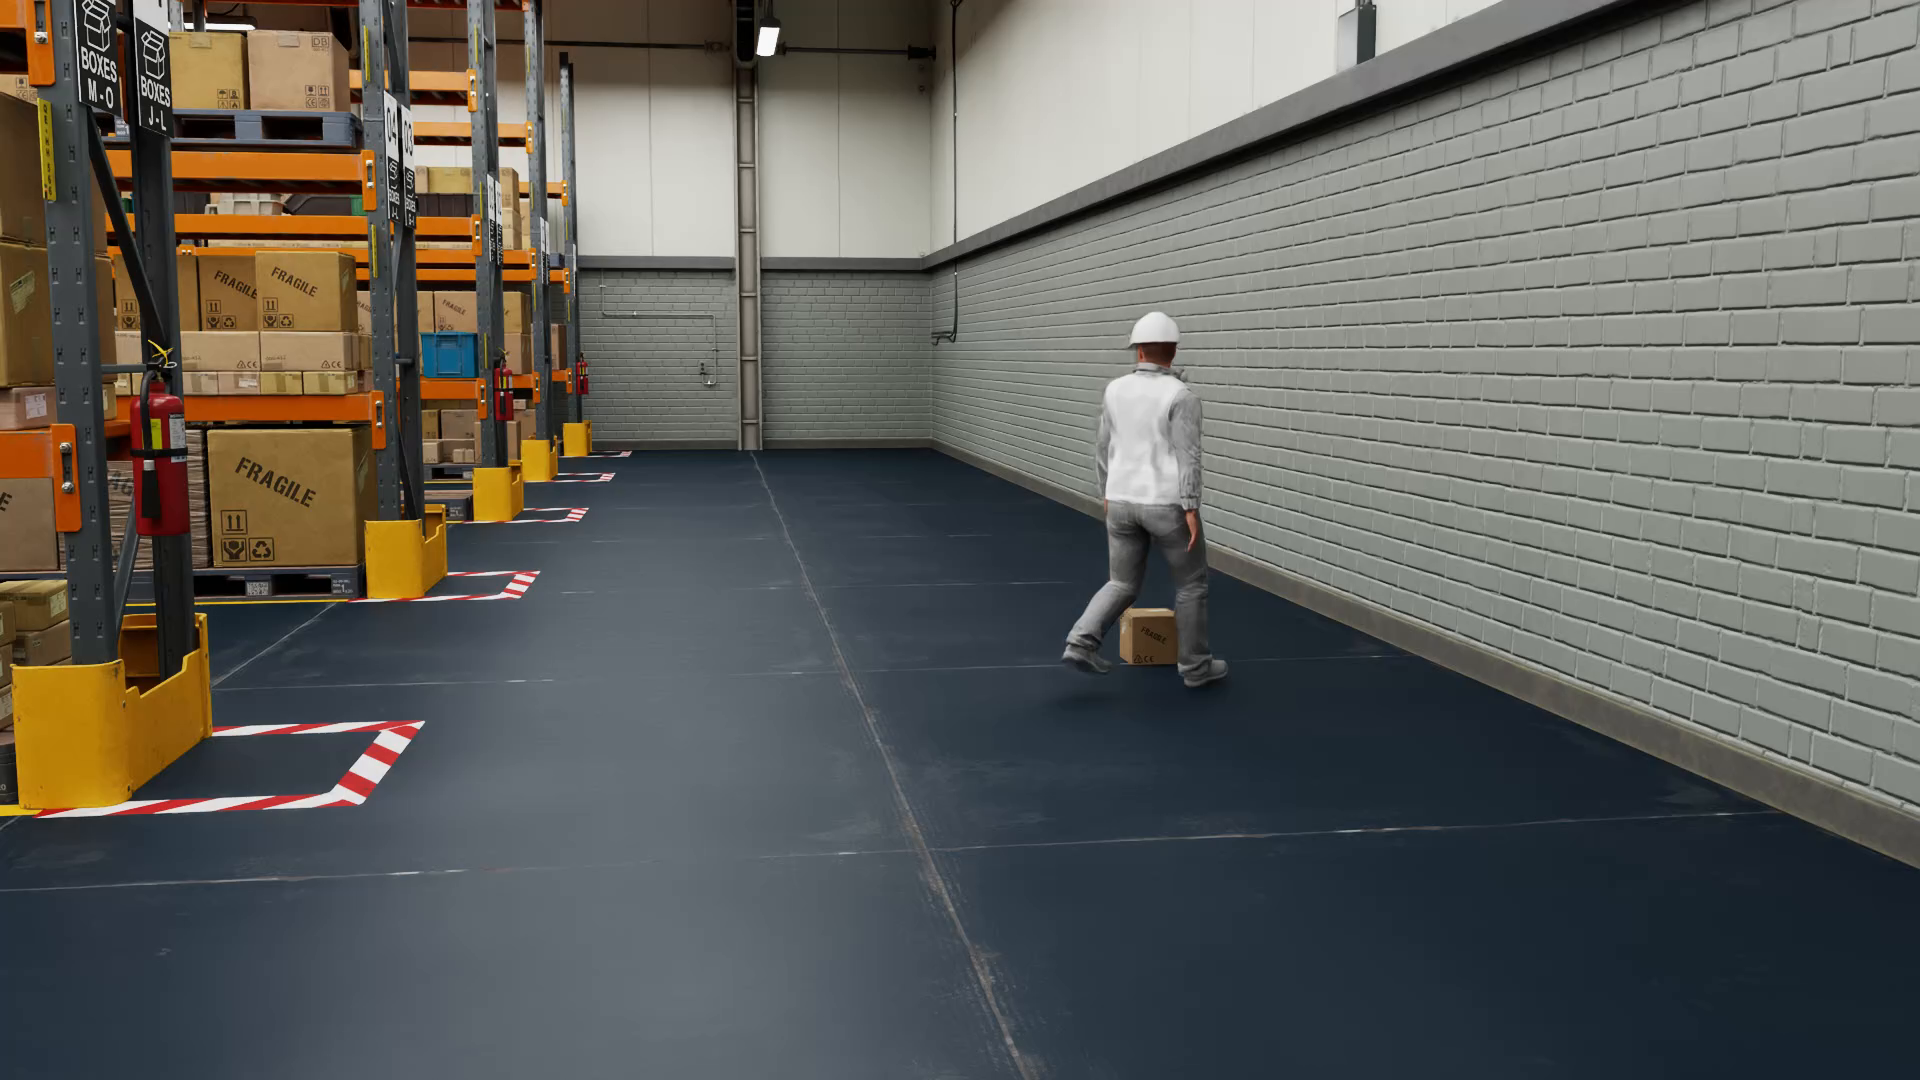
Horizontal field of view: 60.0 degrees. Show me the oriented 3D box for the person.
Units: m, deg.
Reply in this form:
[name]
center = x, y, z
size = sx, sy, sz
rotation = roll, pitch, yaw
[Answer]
[person]
center = 0.895, -0.170, 7.687
size = 0.567, 1.751, 0.855
rotation = 5, 8, 39
